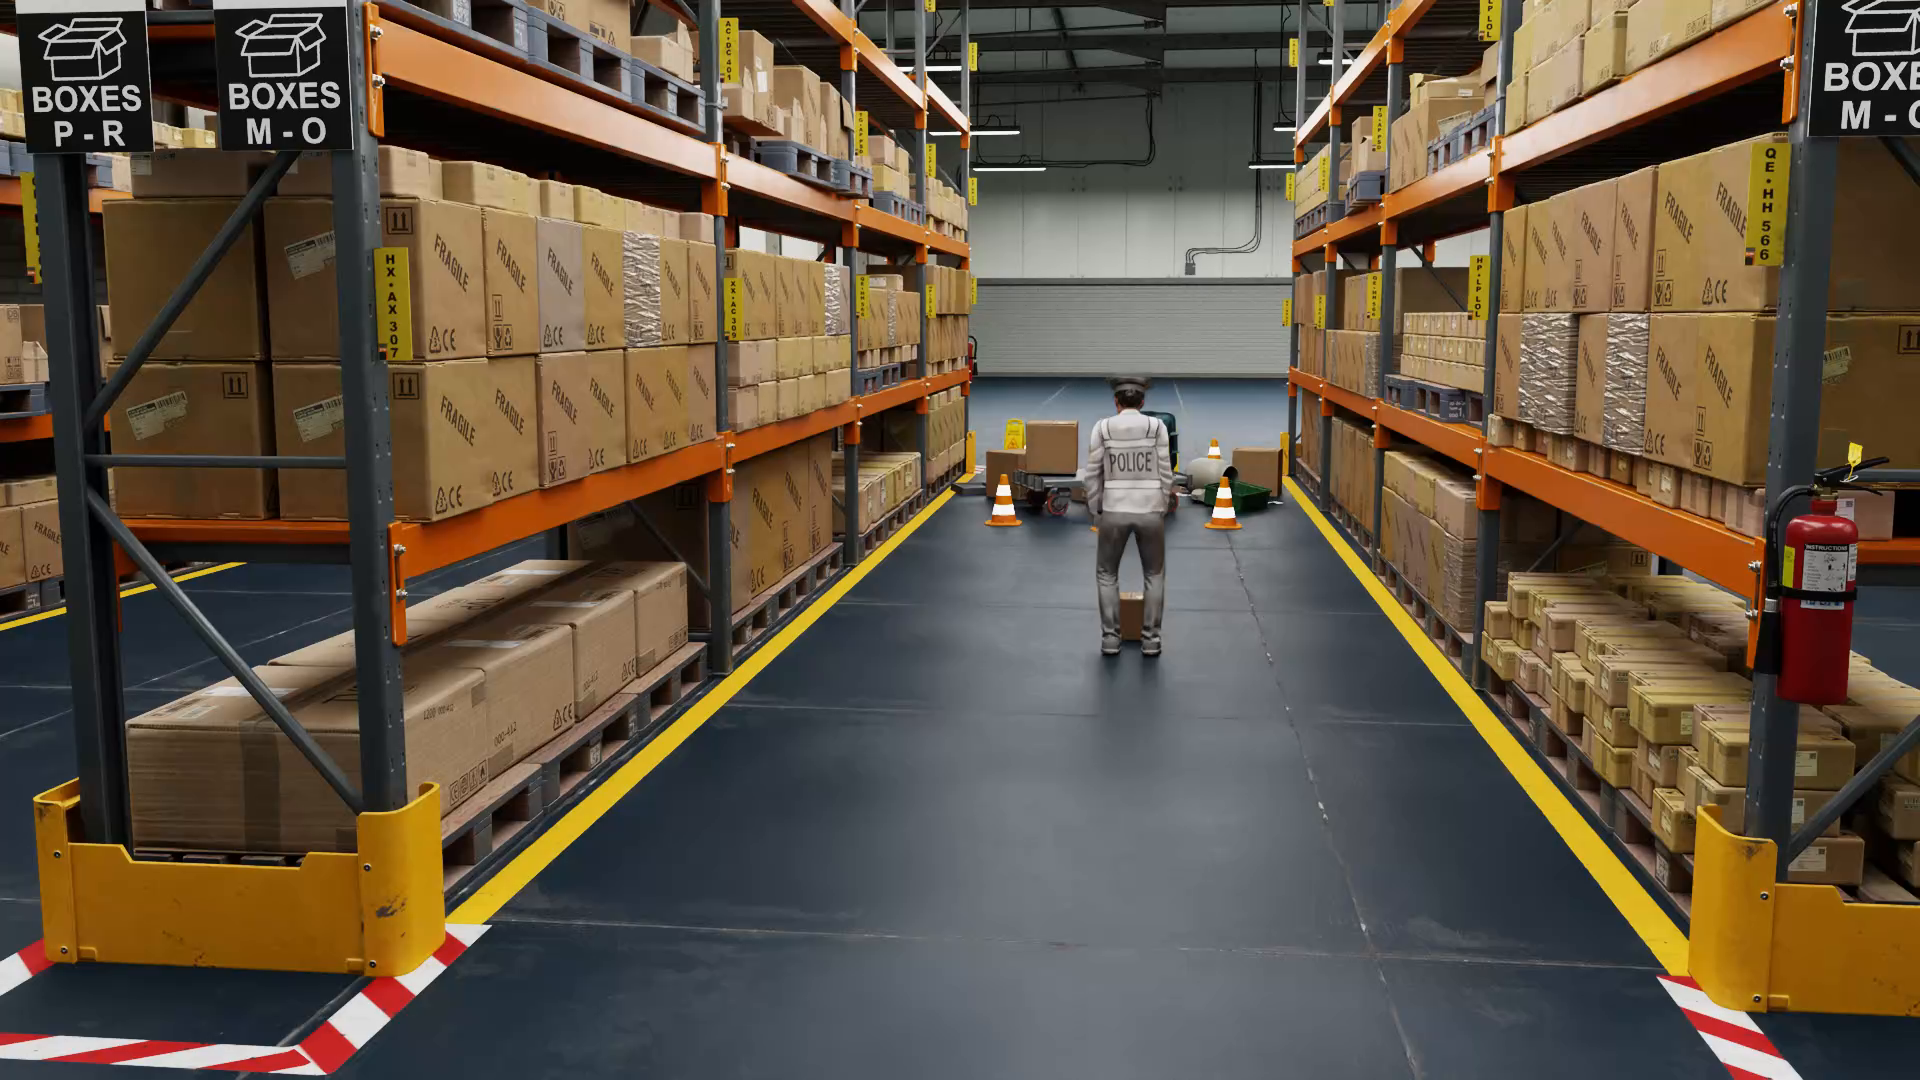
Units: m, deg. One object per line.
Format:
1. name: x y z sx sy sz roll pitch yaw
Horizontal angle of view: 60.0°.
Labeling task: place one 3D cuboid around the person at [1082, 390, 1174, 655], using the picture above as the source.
1. person: 0.967 -0.100 9.615 0.526 1.522 0.591 1 8 7
